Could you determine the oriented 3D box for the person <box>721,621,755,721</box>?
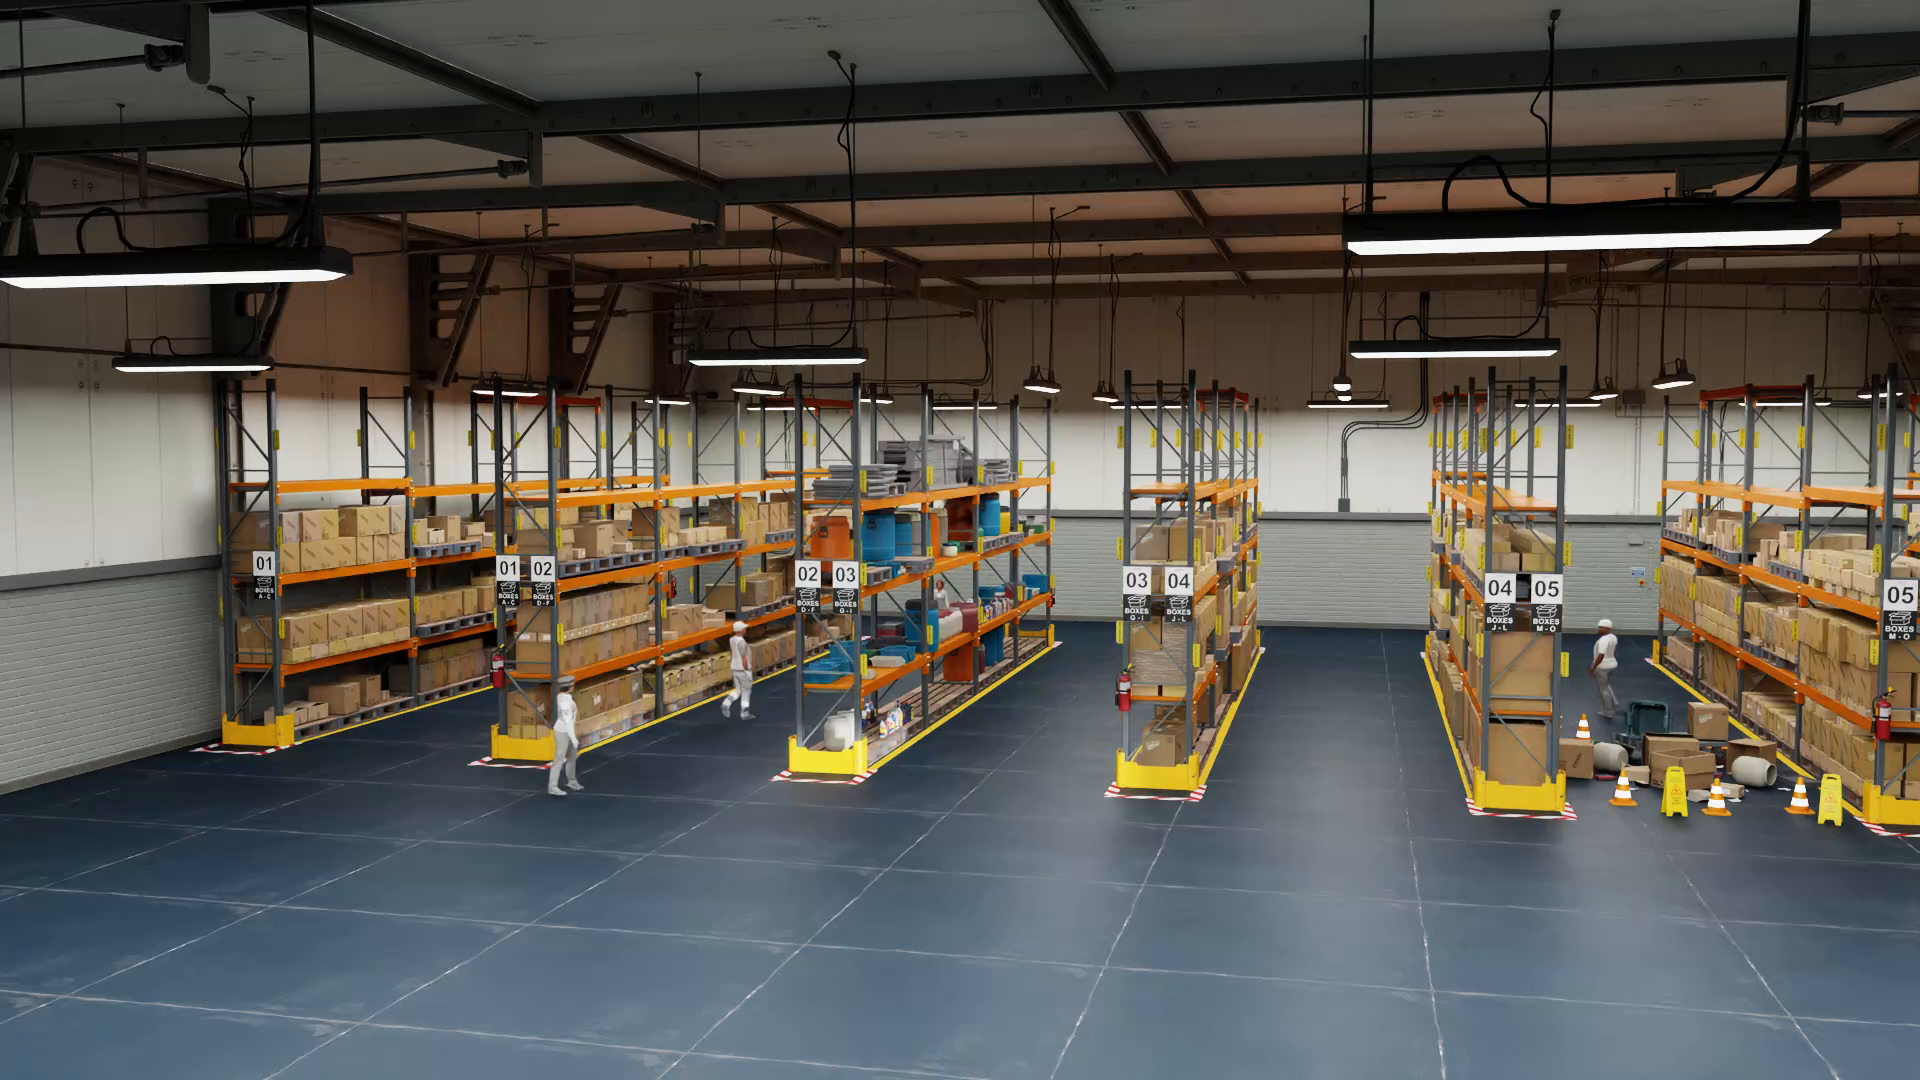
[{"bbox_3d":[-3.936,2.328,29.575,0.669,1.778,0.553,-3,5,-41],"label":"person"}]

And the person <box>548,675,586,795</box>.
[{"bbox_3d":[-5.589,2.769,23.578,0.477,1.716,0.613,0,3,-6],"label":"person"}]

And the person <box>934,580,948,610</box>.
[{"bbox_3d":[-0.503,1.804,41.099,0.420,1.453,0.847,1,4,18],"label":"person"}]

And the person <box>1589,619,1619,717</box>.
[{"bbox_3d":[11.637,2.306,30.052,0.601,1.761,0.483,-2,4,-26],"label":"person"}]
